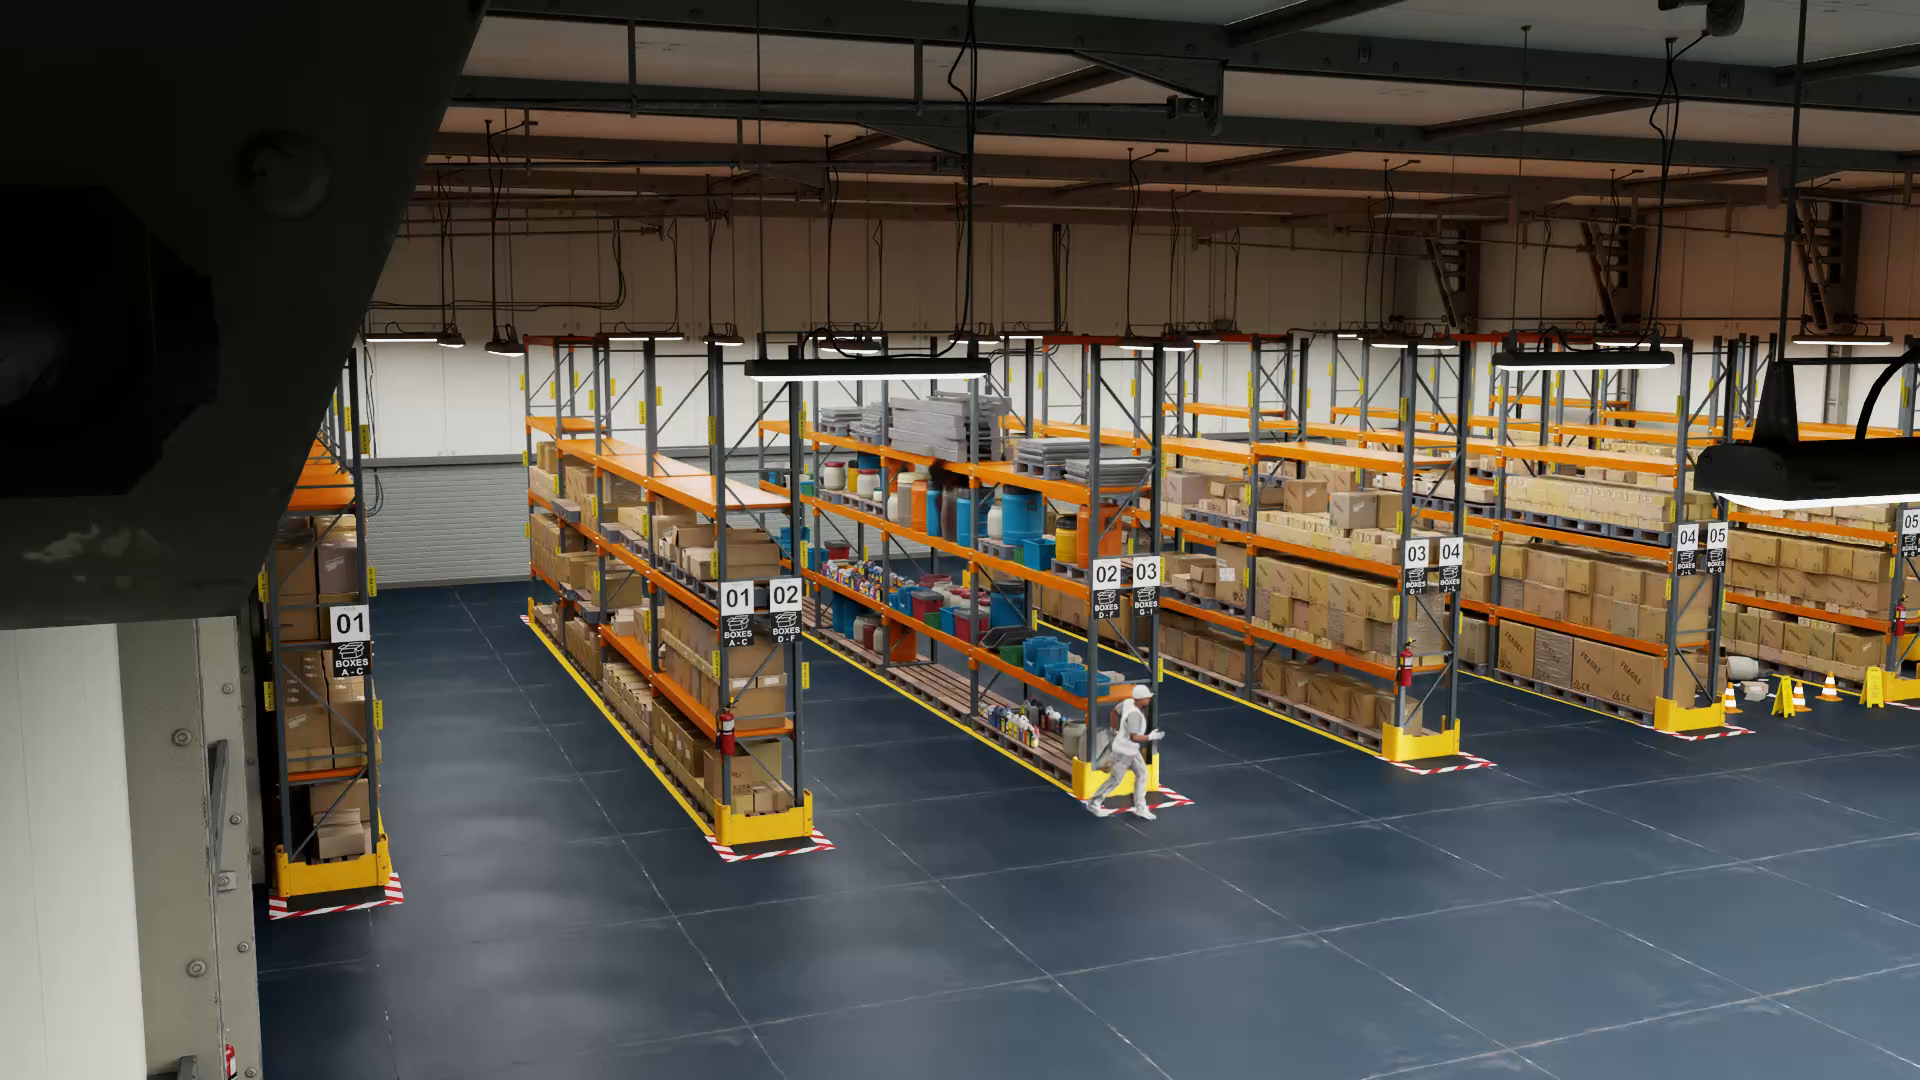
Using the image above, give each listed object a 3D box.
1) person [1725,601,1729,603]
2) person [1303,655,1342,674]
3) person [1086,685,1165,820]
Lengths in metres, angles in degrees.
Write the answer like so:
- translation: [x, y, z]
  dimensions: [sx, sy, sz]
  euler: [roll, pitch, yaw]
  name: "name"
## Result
- translation: [15.575, 1.074, 33.575]
  dimensions: [0.608, 1.640, 0.717]
  euler: [-4, 9, -29]
  name: "person"
- translation: [6.490, 1.698, 29.298]
  dimensions: [0.576, 1.512, 1.043]
  euler: [-4, 9, -28]
  name: "person"
- translation: [2.089, 2.690, 20.939]
  dimensions: [0.991, 1.785, 0.602]
  euler: [2, 8, 13]
  name: "person"
